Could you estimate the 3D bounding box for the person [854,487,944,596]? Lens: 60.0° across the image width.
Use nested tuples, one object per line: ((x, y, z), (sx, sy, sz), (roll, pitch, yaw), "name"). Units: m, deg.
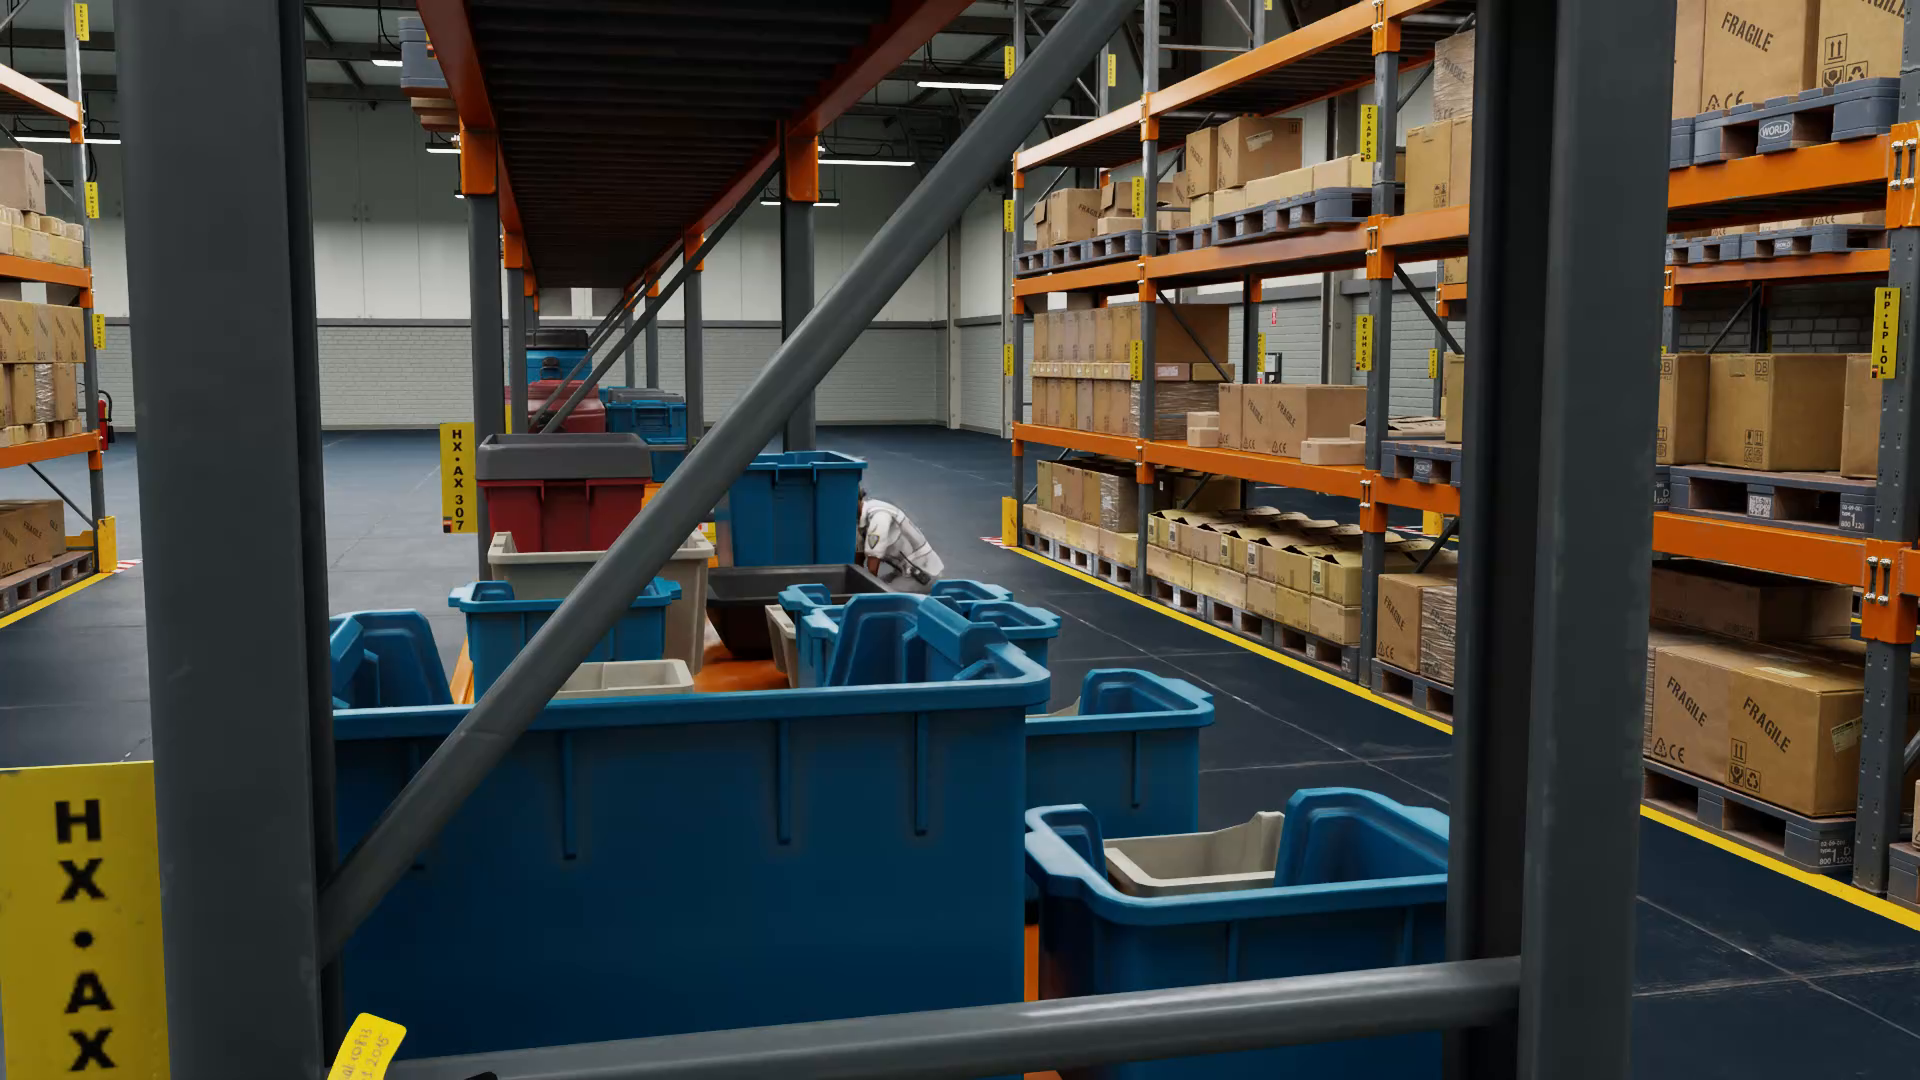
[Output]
((-0.475, 0.261, 10.117), (0.769, 1.274, 0.495), (-2, 6, -14), "person")
